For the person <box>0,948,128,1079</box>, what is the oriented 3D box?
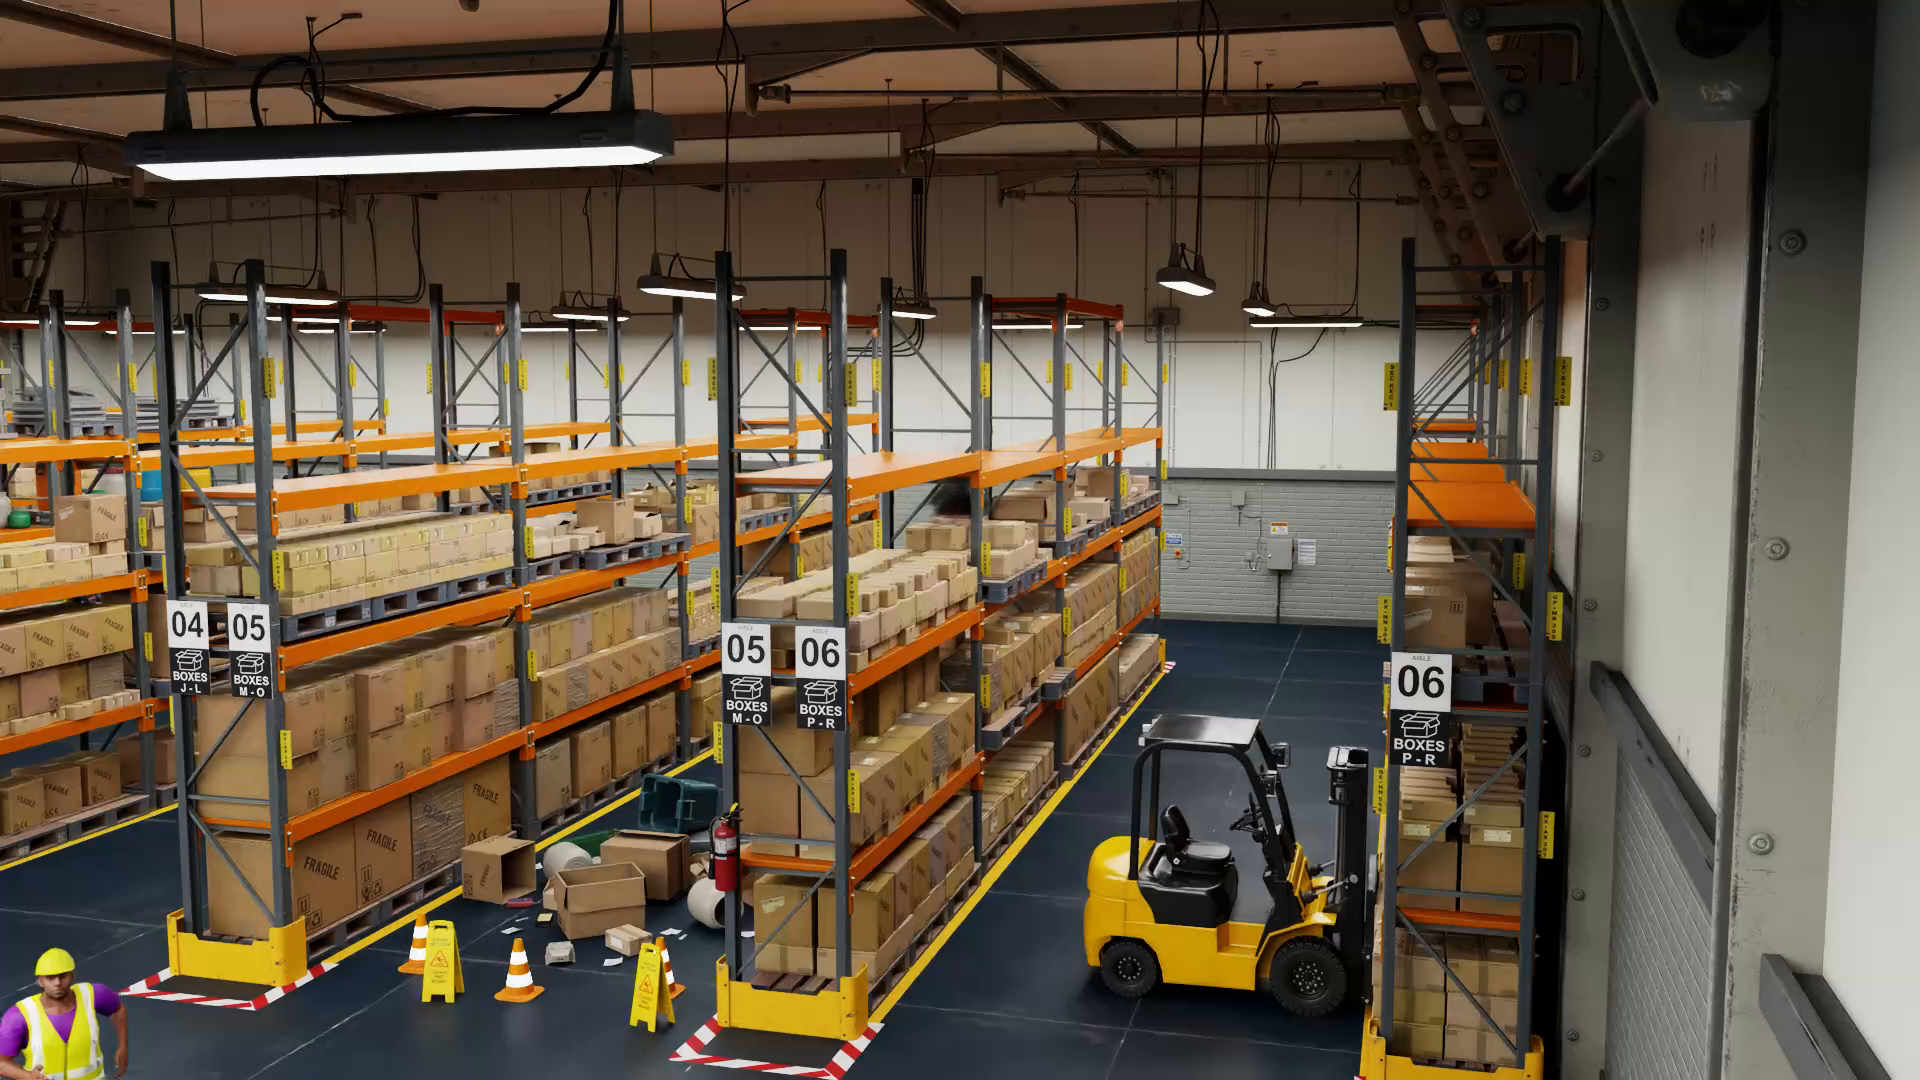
[{"bbox_3d":[-5.242,3.278,9.751,0.719,1.839,0.754,-4,7,-32],"label":"person"}]
